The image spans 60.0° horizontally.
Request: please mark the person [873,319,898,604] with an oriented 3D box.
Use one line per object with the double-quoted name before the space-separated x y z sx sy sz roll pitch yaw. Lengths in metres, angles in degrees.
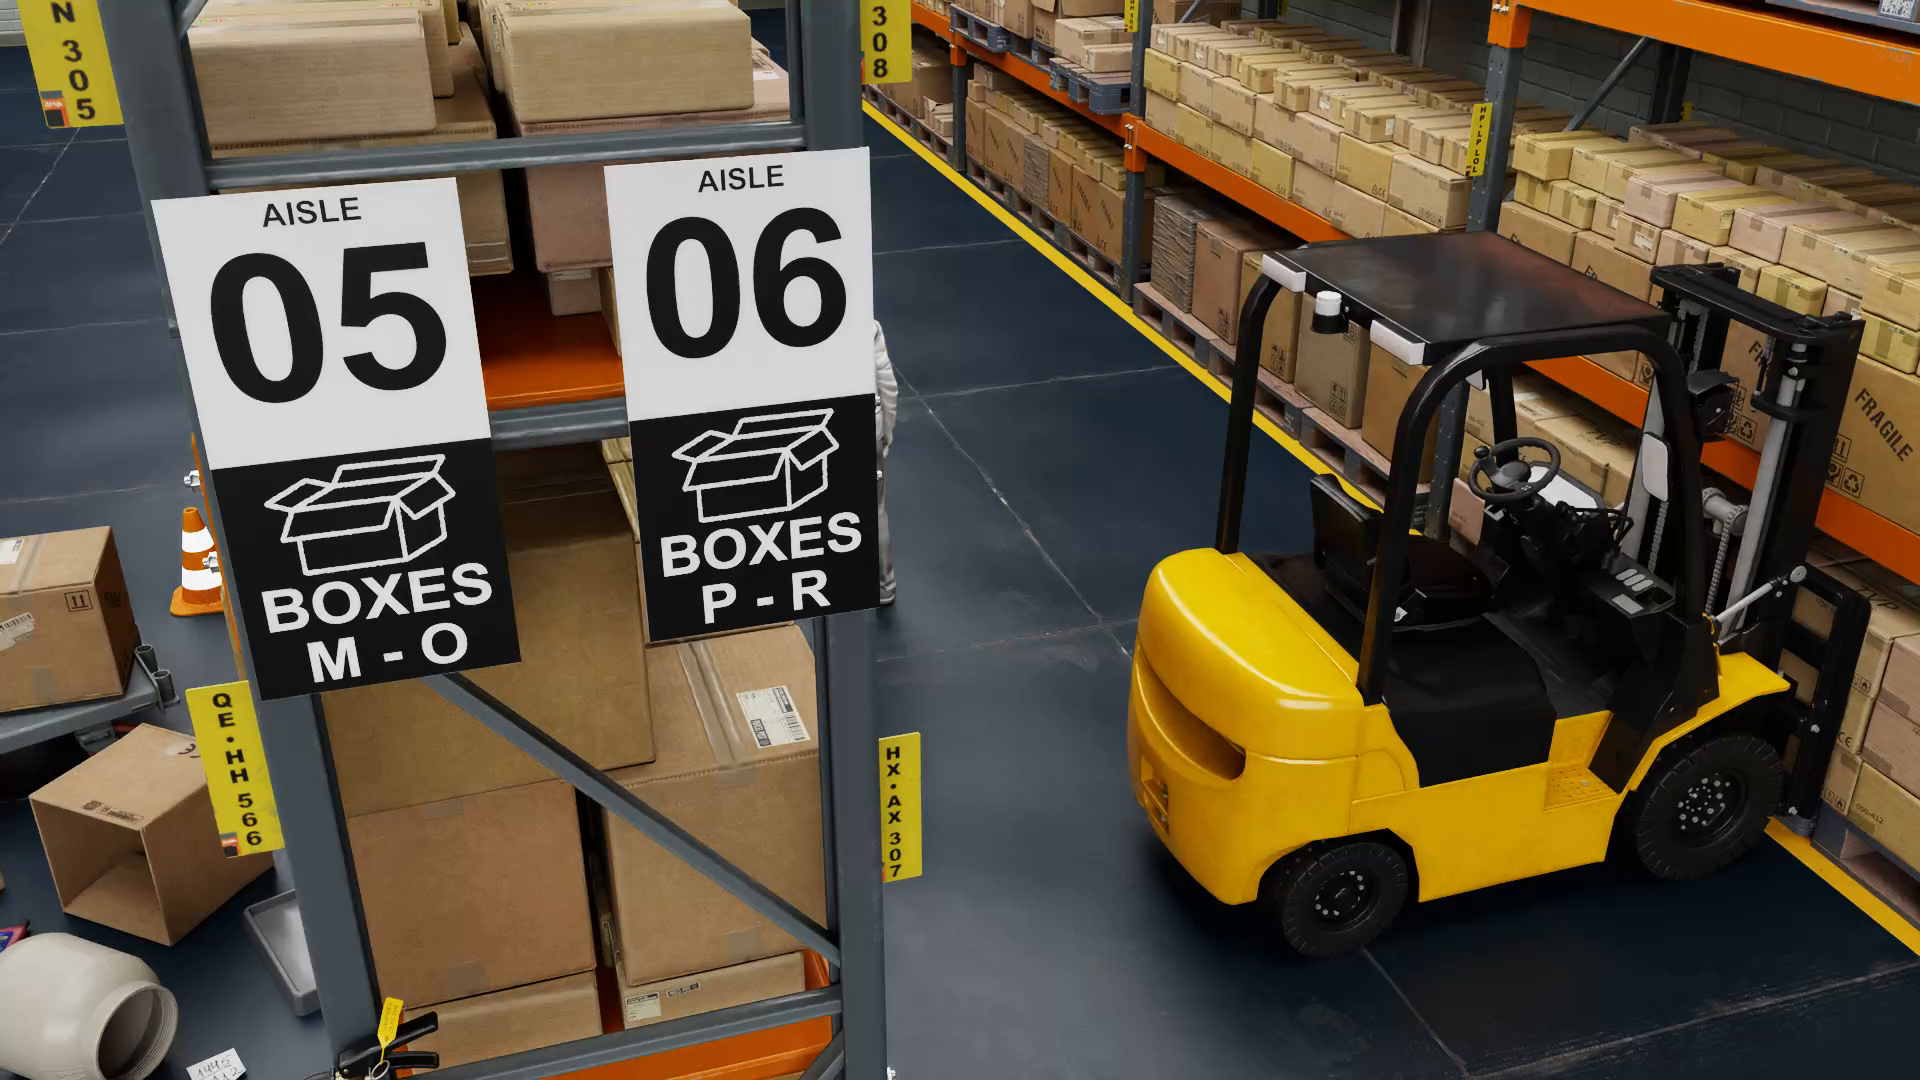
"person" -0.539 -0.453 7.516 0.545 1.666 0.371 -10 28 -19
